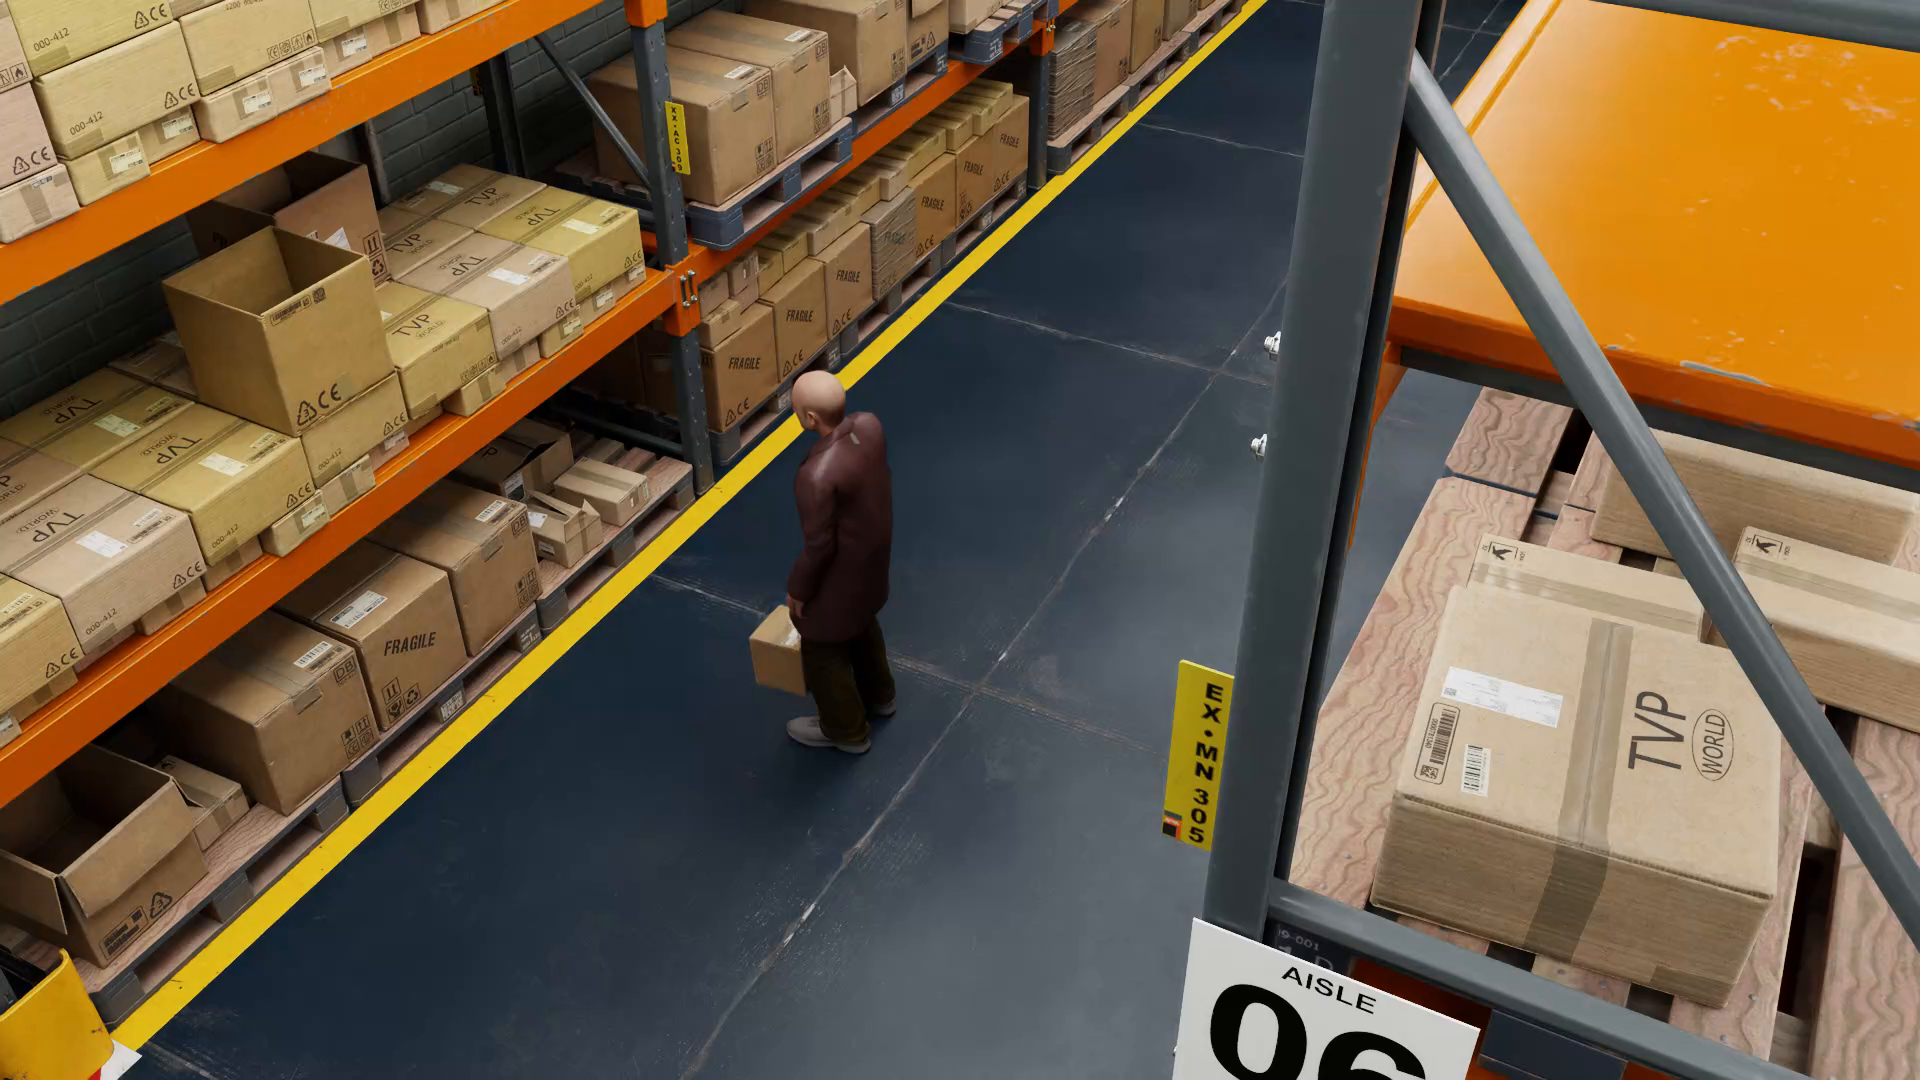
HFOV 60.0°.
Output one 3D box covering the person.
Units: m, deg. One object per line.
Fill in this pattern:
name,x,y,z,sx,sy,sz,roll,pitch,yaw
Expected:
person,-0.485,0.095,6.638,0.425,1.775,0.601,16,40,20
